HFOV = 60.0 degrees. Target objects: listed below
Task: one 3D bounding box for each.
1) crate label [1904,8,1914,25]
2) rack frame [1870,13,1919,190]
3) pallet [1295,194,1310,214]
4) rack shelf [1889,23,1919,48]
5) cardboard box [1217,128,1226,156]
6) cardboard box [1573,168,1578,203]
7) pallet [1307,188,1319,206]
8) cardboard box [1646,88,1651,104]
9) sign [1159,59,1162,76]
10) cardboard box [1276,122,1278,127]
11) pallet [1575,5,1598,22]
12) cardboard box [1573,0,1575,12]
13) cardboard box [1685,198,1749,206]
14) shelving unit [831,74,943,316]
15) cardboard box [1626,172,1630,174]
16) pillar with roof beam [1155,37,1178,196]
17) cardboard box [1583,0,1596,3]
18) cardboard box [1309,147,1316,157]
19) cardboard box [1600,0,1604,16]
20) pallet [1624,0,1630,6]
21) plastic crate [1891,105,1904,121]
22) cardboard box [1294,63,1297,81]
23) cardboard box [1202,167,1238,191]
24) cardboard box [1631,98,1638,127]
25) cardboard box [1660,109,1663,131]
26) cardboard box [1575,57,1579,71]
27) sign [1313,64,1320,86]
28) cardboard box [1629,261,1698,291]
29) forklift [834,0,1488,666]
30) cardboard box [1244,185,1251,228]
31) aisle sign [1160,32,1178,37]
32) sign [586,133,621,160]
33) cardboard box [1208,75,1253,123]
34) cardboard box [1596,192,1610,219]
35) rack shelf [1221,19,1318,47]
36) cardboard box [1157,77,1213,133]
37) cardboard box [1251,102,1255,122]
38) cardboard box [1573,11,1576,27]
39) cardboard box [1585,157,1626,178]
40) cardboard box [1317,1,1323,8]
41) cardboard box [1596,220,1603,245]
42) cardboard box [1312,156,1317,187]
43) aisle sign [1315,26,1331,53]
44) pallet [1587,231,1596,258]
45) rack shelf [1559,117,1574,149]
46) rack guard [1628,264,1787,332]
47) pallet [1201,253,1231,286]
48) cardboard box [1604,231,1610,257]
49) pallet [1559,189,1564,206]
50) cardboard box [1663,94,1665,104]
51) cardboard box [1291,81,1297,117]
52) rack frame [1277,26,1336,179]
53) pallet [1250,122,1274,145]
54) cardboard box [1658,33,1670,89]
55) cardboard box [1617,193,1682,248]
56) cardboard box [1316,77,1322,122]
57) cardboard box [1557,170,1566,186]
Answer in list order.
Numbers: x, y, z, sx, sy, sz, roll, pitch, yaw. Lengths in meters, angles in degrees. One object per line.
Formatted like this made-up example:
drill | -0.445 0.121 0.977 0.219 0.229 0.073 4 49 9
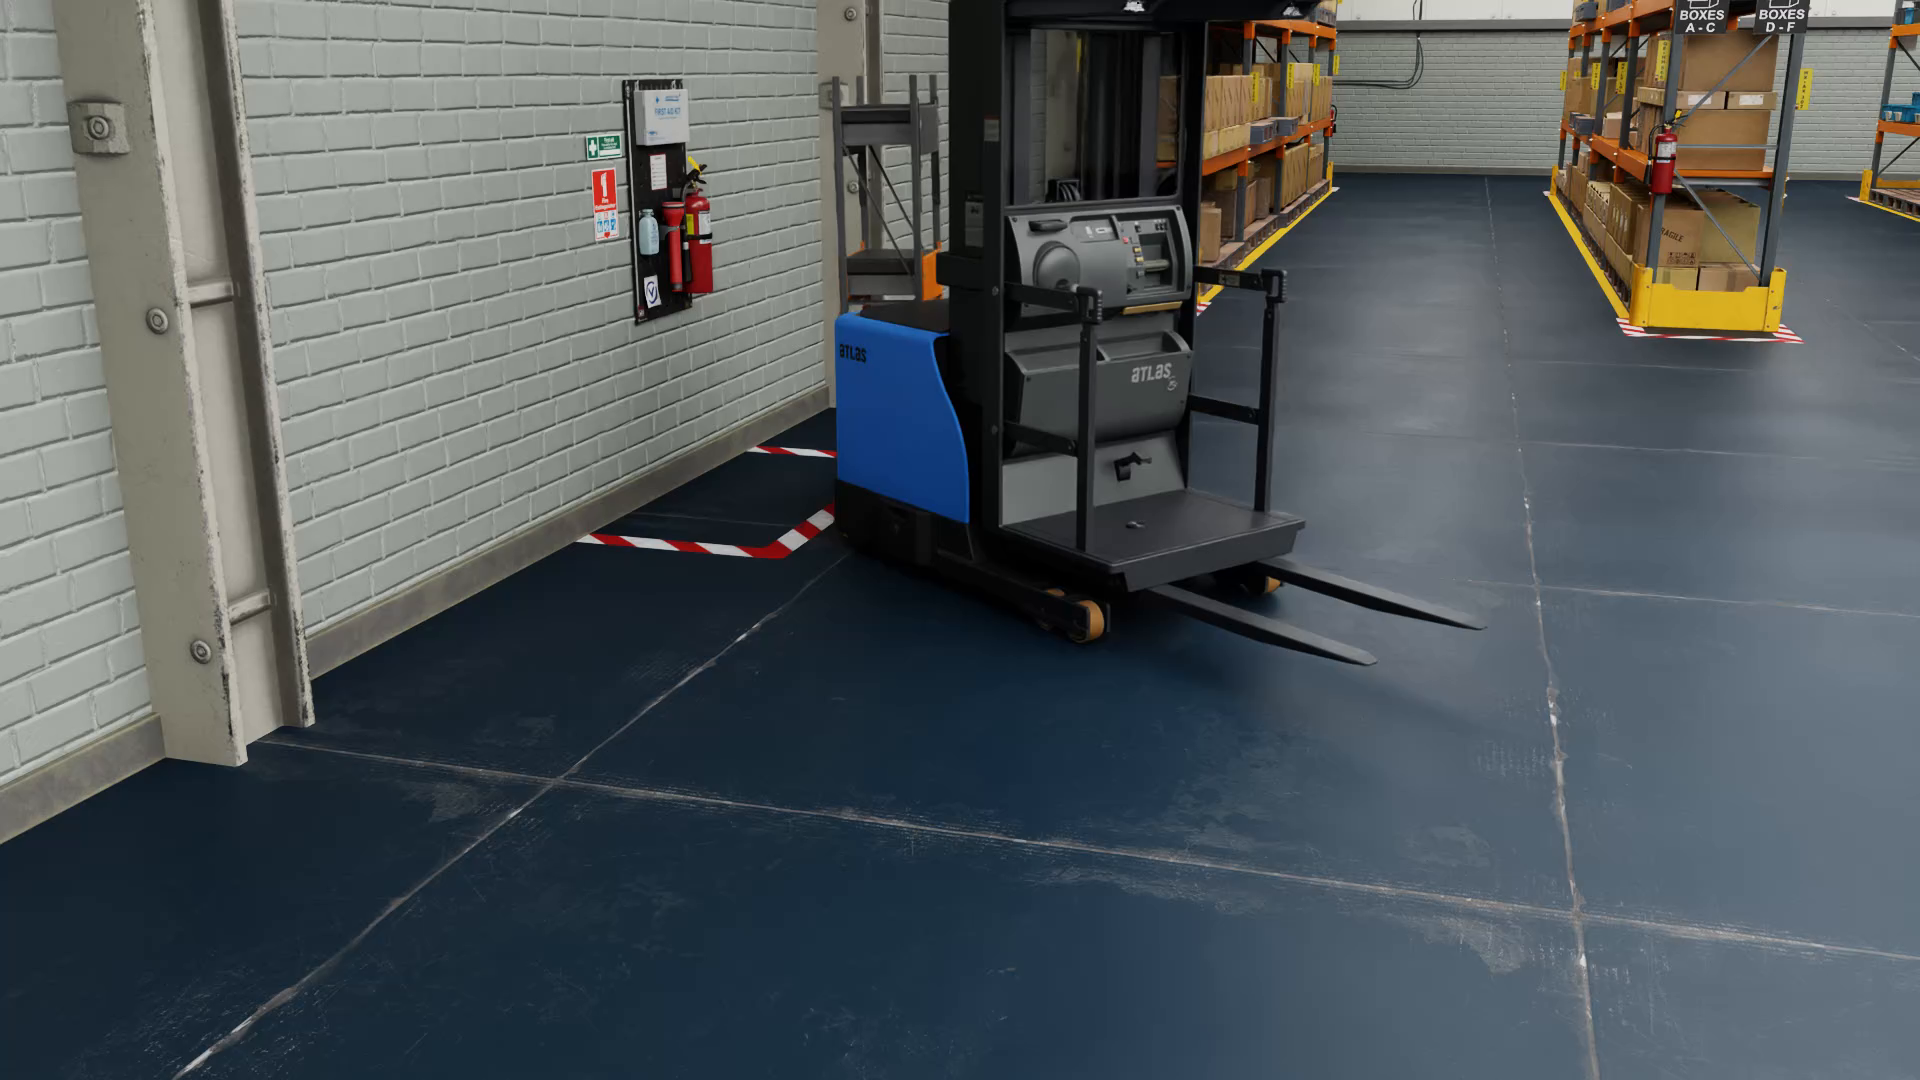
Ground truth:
crate label | 15.123 -8.248 26.187 0.408 0.251 0.502 5 16 16
rack frame | 15.695 -7.093 27.339 1.000 3.000 0.127 5 16 16
pallet | 4.913 -5.265 26.006 1.003 0.211 1.213 5 16 16
rack shelf | 15.127 -7.667 25.183 1.077 0.370 4.000 5 16 16
cardboard box | 2.377 -3.985 16.621 0.500 0.250 0.500 4 16 15
cardboard box | 9.298 -5.192 24.413 0.500 0.500 0.500 5 17 17
pallet | 5.351 -5.666 27.418 1.003 0.211 1.213 5 16 16
cardboard box | 6.986 -4.376 16.388 0.380 0.149 0.250 4 16 14
sign | 2.253 -5.321 18.969 0.100 0.325 0.005 5 16 16
cardboard box | 4.239 -5.725 22.940 0.380 0.149 0.250 4 16 15
pallet | 9.558 -7.619 24.041 1.213 0.211 1.003 5 16 16
cardboard box | 10.552 -8.975 27.837 0.500 0.250 0.500 5 16 16
cardboard box | 7.036 -2.918 15.514 0.500 0.500 0.500 5 16 16
shelving unit | -0.332 -1.195 8.179 0.431 2.100 0.503 2 16 10
cardboard box | 9.511 -4.896 23.369 0.500 0.500 0.500 4 16 14
pillar with roof beam | 6.852 -8.047 19.710 9.100 9.000 0.400 5 16 16
cardboard box | 9.688 -8.191 25.073 0.500 0.250 0.500 5 16 16
cardboard box | 5.791 -6.526 27.962 0.380 0.149 0.250 4 16 14
cardboard box | 8.910 -7.126 21.777 0.910 0.500 0.500 5 16 16
pallet | 8.252 -6.260 19.251 1.003 0.211 1.213 5 17 18
plastic crate | 15.122 -6.830 26.609 0.416 0.233 0.300 5 16 16
cardboard box | 4.451 -6.569 23.353 0.500 0.250 0.500 4 16 15
cardboard box | 3.101 -4.401 20.248 0.500 0.250 0.500 4 16 15
cardboard box | 8.063 -4.855 19.266 0.500 0.500 0.500 5 16 16
cardboard box | 6.836 -3.728 15.294 0.700 0.500 0.500 5 17 16
cardboard box | 9.849 -7.247 25.867 0.500 0.500 0.500 4 16 15
sign | 5.583 -7.294 26.071 0.100 0.325 0.005 5 16 16
cardboard box | 6.269 -2.334 14.832 0.500 0.250 0.500 5 16 16
forklift | 0.707 -1.164 6.560 1.130 2.935 3.031 -12 20 -36
cardboard box | 3.262 -4.194 20.893 0.700 0.500 0.500 5 17 17
aisle sign | 1.917 -4.884 14.786 0.394 0.787 0.004 5 16 16
sign | -1.671 -1.848 7.811 0.001 0.109 0.331 5 16 16
cardboard box | 2.949 -4.872 18.374 0.500 0.500 0.500 5 16 16
cardboard box | 7.663 -3.883 19.262 0.500 0.311 0.500 5 16 16
rack shelf | 4.491 -7.388 24.202 1.077 0.370 4.000 5 16 16
cardboard box | 2.073 -4.075 15.563 0.500 0.500 0.500 5 16 16
cardboard box | 3.129 -5.257 19.879 0.700 0.500 0.500 6 17 22
cardboard box | 10.403 -8.604 27.446 0.500 0.250 0.500 5 16 16
cardboard box | 8.726 -5.033 22.476 0.500 0.250 0.500 5 17 18
cardboard box | 5.509 -8.596 26.463 0.500 0.250 0.500 5 16 16
cardboard box | 7.522 -3.481 18.874 0.500 0.250 0.500 4 16 15
cardboard box | 5.665 -6.267 28.239 0.700 0.500 0.500 5 17 17
aisle sign | 6.505 -9.107 29.677 0.394 0.787 0.004 5 16 16
pallet | 8.054 -3.513 19.828 1.003 0.211 1.213 5 16 16
rack shelf | 10.379 -6.609 26.950 1.077 0.370 4.000 5 16 16
rack guard | 6.393 -2.083 14.257 1.175 0.500 0.348 5 16 16
pallet | 2.285 -2.881 17.601 1.003 0.211 1.213 5 16 16
cardboard box | 7.114 -3.120 17.601 0.500 0.250 0.500 5 16 16
pallet | 10.351 -5.590 27.150 1.003 0.211 1.213 5 16 16
cardboard box | 6.545 -3.968 14.950 0.380 0.149 0.250 5 17 17
cardboard box | 4.464 -6.212 23.470 0.500 0.500 0.500 5 17 18
rack frame | 6.197 -7.861 30.047 1.000 3.000 0.127 5 16 16
pallet | 3.143 -4.818 19.670 1.003 0.211 1.213 5 16 16
cardboard box | 6.989 -4.500 15.637 0.700 0.500 0.500 5 16 16
cardboard box | 6.681 -3.089 16.117 0.500 0.500 0.500 5 16 16
cardboard box | 5.442 -7.290 27.485 0.980 0.700 0.700 4 16 14
cardboard box | 10.378 -6.116 28.127 0.500 0.250 0.500 5 16 16
